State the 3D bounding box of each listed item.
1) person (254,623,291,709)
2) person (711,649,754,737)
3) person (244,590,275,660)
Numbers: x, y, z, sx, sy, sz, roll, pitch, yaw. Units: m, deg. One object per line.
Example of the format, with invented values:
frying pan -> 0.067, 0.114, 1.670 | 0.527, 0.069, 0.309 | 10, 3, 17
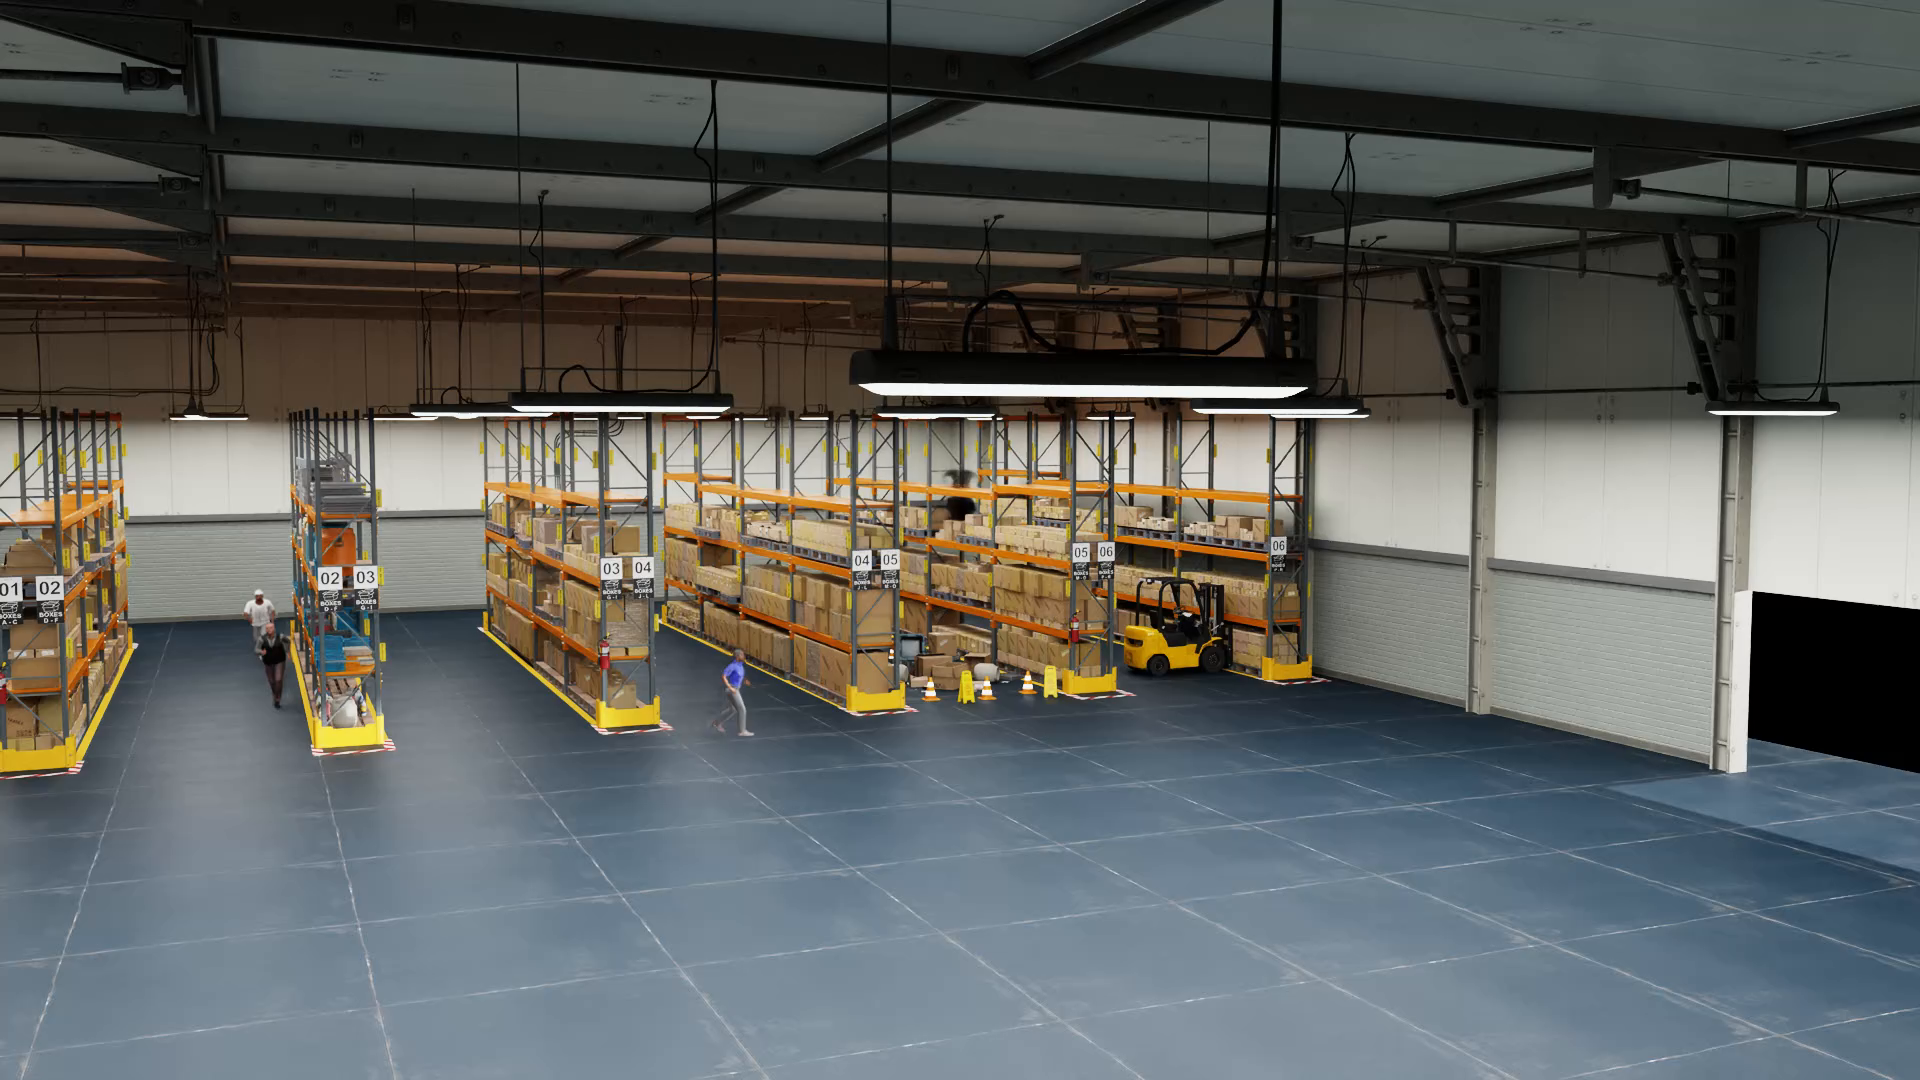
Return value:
person -> -13.901, 2.517, 33.680 | 0.654, 1.718, 0.965 | -1, 4, -10
person -> -4.199, 2.781, 30.300 | 0.822, 1.627, 0.595 | 1, 4, 13
person -> -17.028, 2.046, 40.447 | 0.697, 1.713, 0.766 | -1, 4, -17
